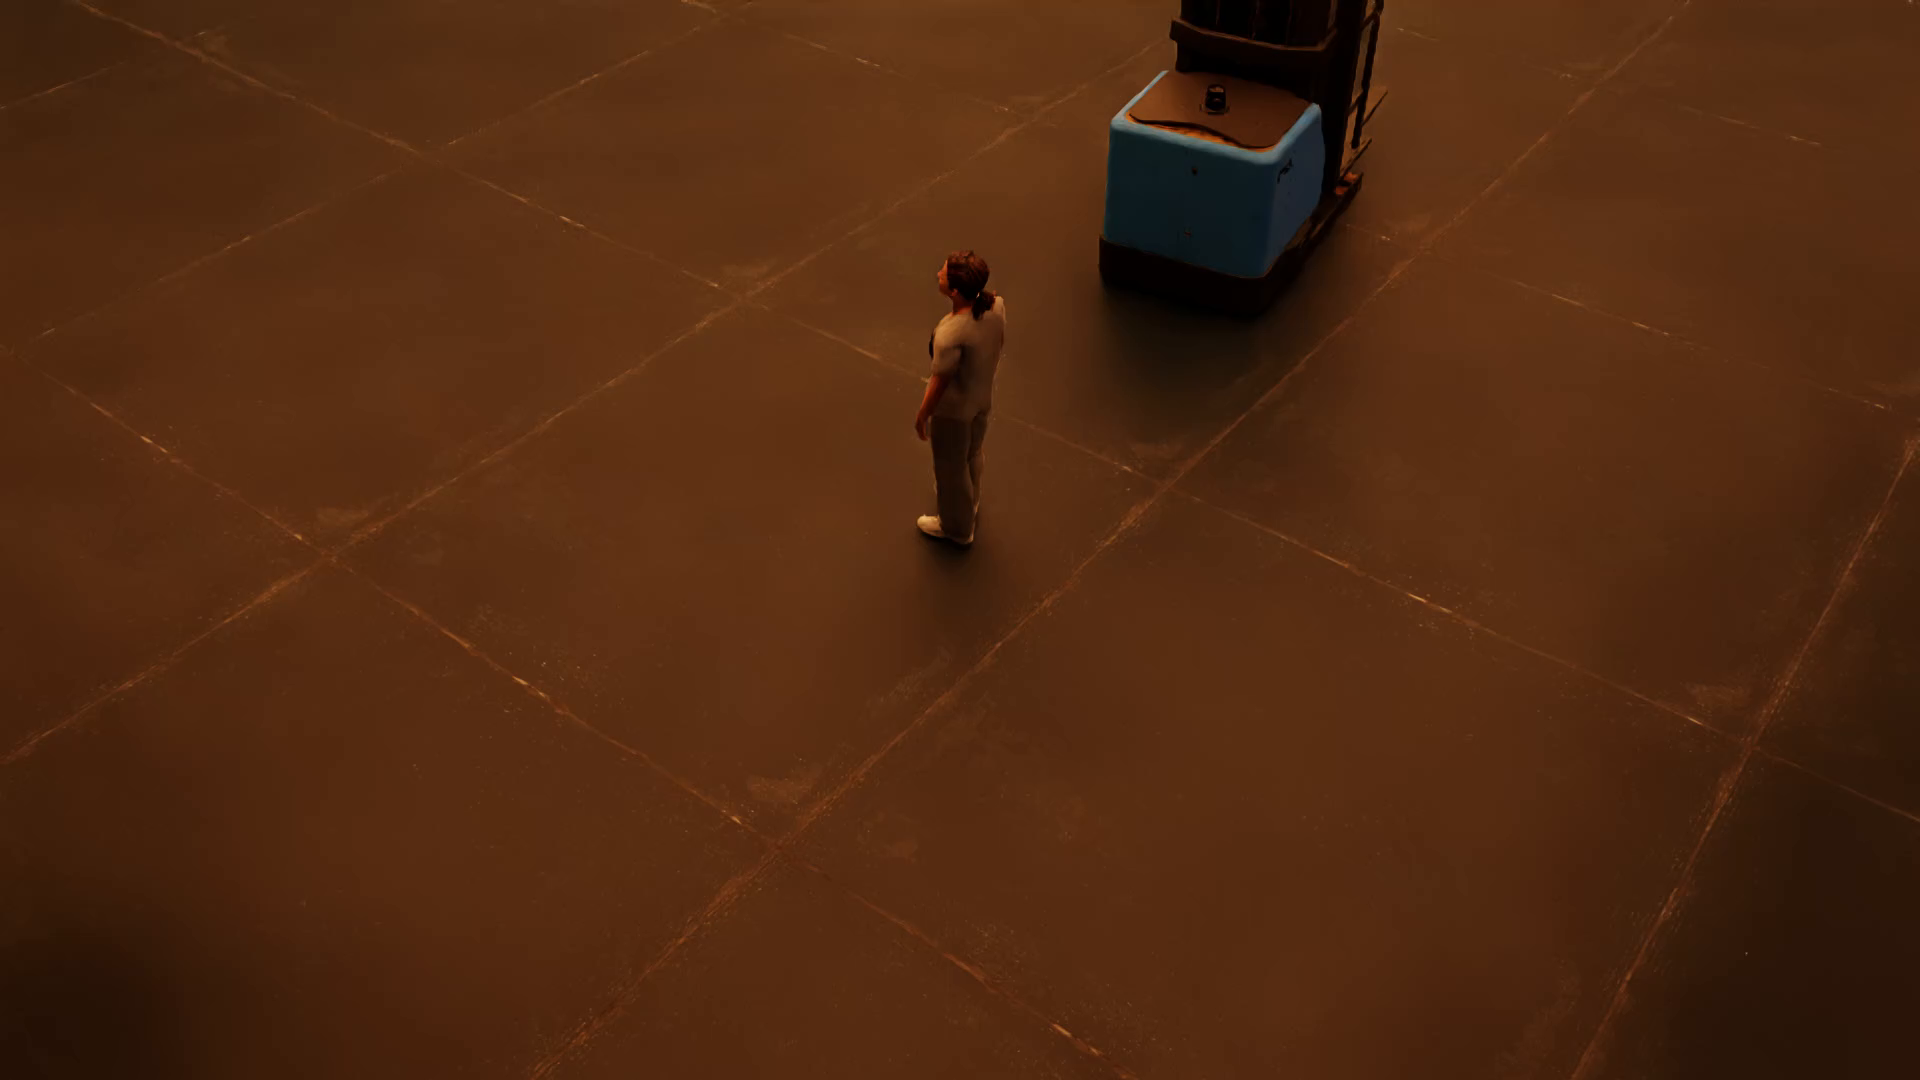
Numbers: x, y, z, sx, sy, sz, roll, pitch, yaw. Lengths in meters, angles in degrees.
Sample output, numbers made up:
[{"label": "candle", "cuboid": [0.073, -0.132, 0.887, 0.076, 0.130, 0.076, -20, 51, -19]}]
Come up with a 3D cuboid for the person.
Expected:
[{"label": "person", "cuboid": [-0.051, -0.679, 7.827, 0.548, 1.674, 0.550, 26, 47, 28]}]

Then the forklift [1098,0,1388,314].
[{"label": "forklift", "cuboid": [1.996, -3.388, 10.048, 1.130, 2.935, 3.031, 20, 44, 21]}]
